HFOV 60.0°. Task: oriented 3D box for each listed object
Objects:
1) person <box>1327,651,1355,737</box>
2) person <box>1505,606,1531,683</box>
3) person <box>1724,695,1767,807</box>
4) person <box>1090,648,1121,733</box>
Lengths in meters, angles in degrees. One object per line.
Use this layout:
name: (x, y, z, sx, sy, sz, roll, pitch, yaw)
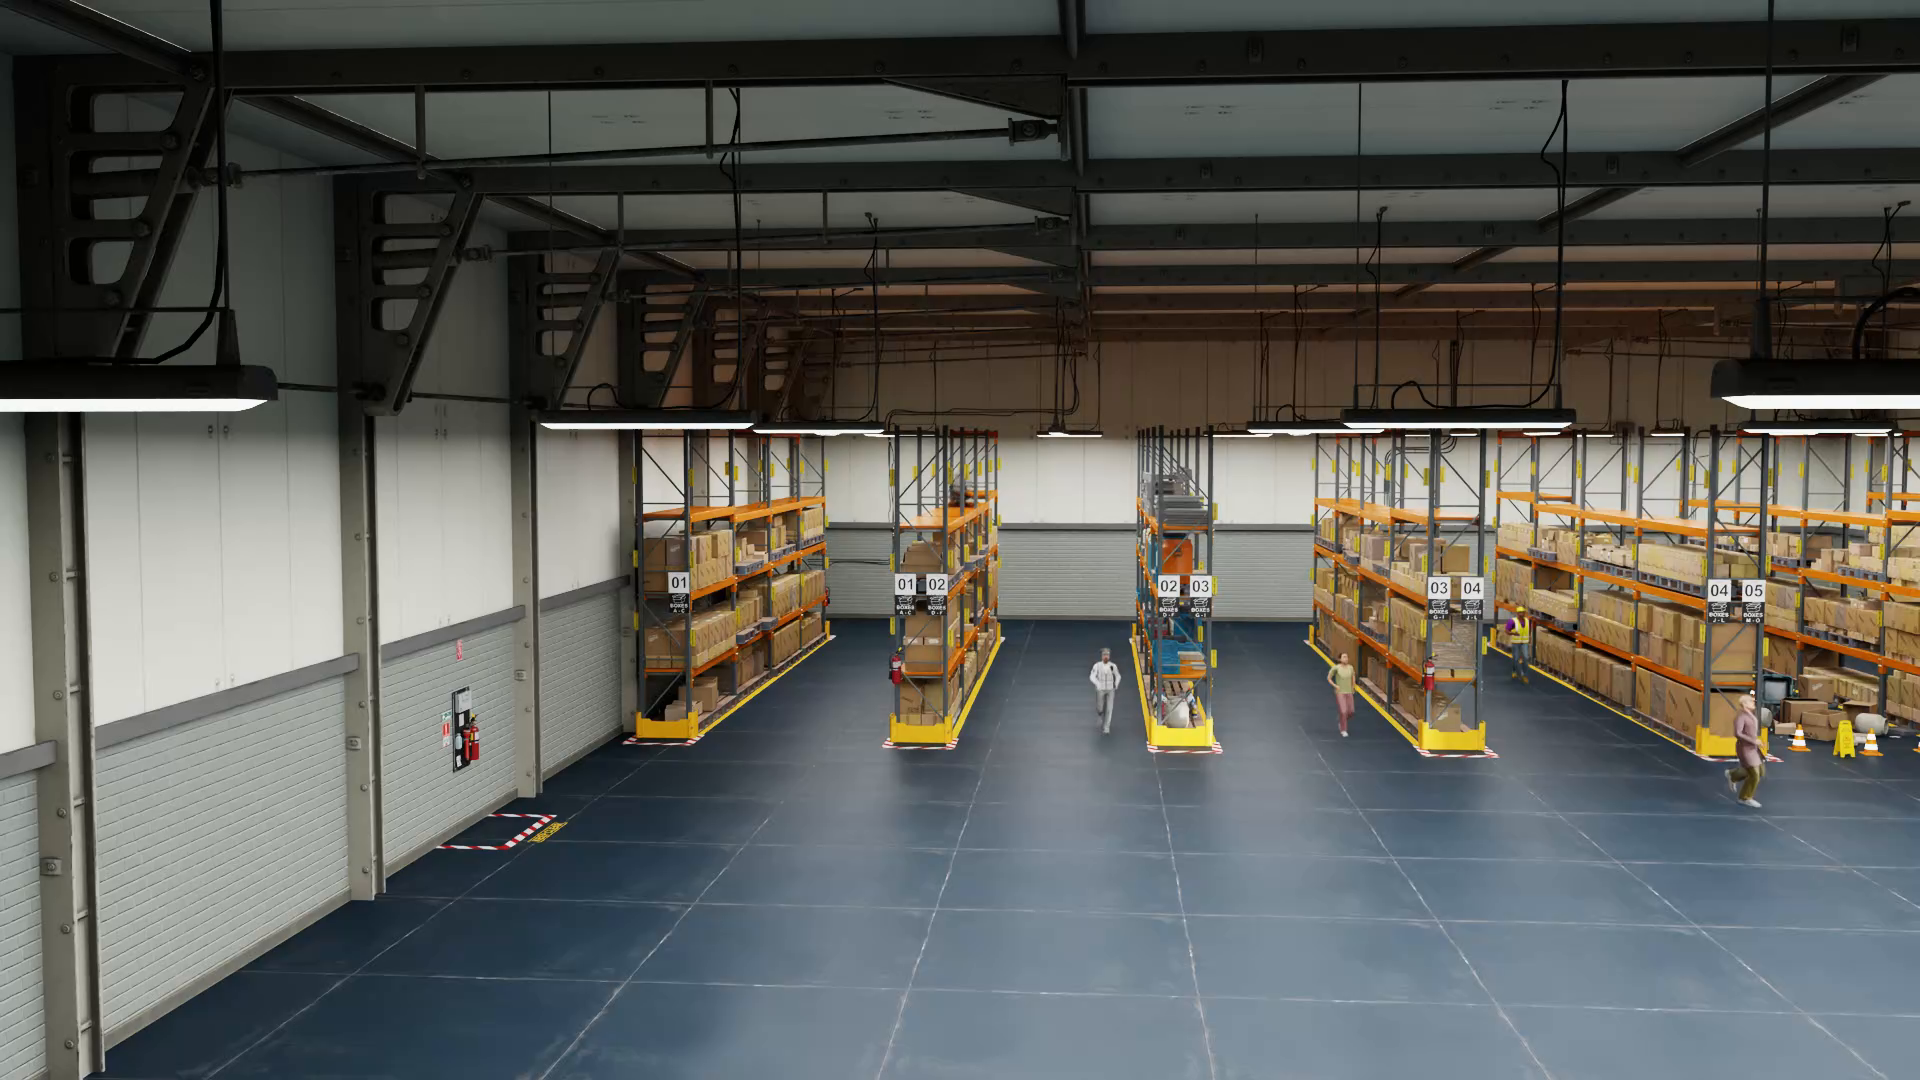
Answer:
person: (7.401, 2.978, 32.268, 0.585, 1.618, 0.548, -1, 3, -9)
person: (13.265, 2.481, 39.458, 0.676, 1.825, 0.769, 0, 3, 3)
person: (12.363, 3.300, 26.158, 0.676, 1.741, 0.741, 3, 4, 40)
person: (2.864, 2.933, 32.657, 0.617, 1.648, 0.596, 0, 3, 0)
